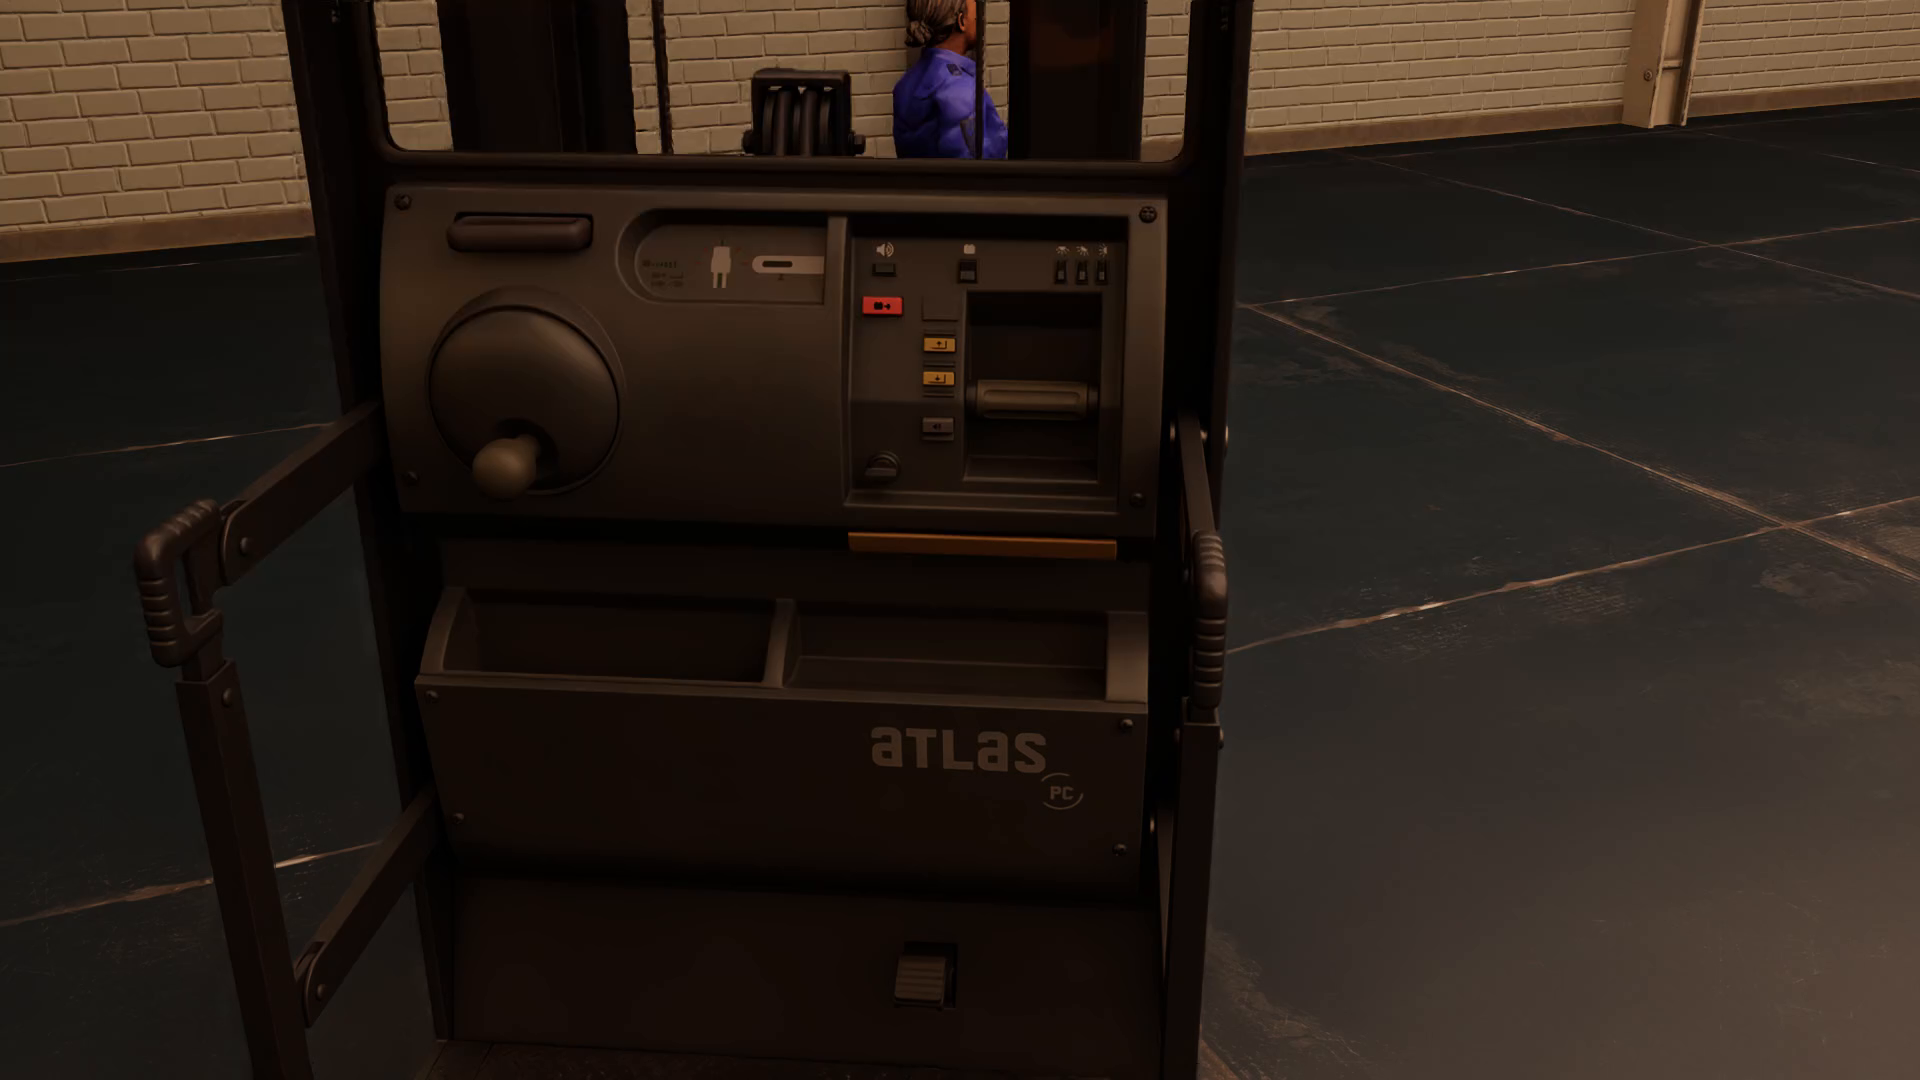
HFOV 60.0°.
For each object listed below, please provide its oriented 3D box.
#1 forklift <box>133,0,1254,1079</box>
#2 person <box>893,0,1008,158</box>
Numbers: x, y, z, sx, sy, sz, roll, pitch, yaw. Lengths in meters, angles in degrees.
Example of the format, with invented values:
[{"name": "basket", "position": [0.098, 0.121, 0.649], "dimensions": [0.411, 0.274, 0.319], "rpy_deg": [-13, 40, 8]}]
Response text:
[{"name": "forklift", "position": [-0.242, -0.200, 1.767], "dimensions": [1.130, 2.935, 3.031], "rpy_deg": [2, 23, 5]}, {"name": "person", "position": [0.088, -0.773, 4.807], "dimensions": [0.503, 1.644, 0.570], "rpy_deg": [-10, 25, -23]}]
